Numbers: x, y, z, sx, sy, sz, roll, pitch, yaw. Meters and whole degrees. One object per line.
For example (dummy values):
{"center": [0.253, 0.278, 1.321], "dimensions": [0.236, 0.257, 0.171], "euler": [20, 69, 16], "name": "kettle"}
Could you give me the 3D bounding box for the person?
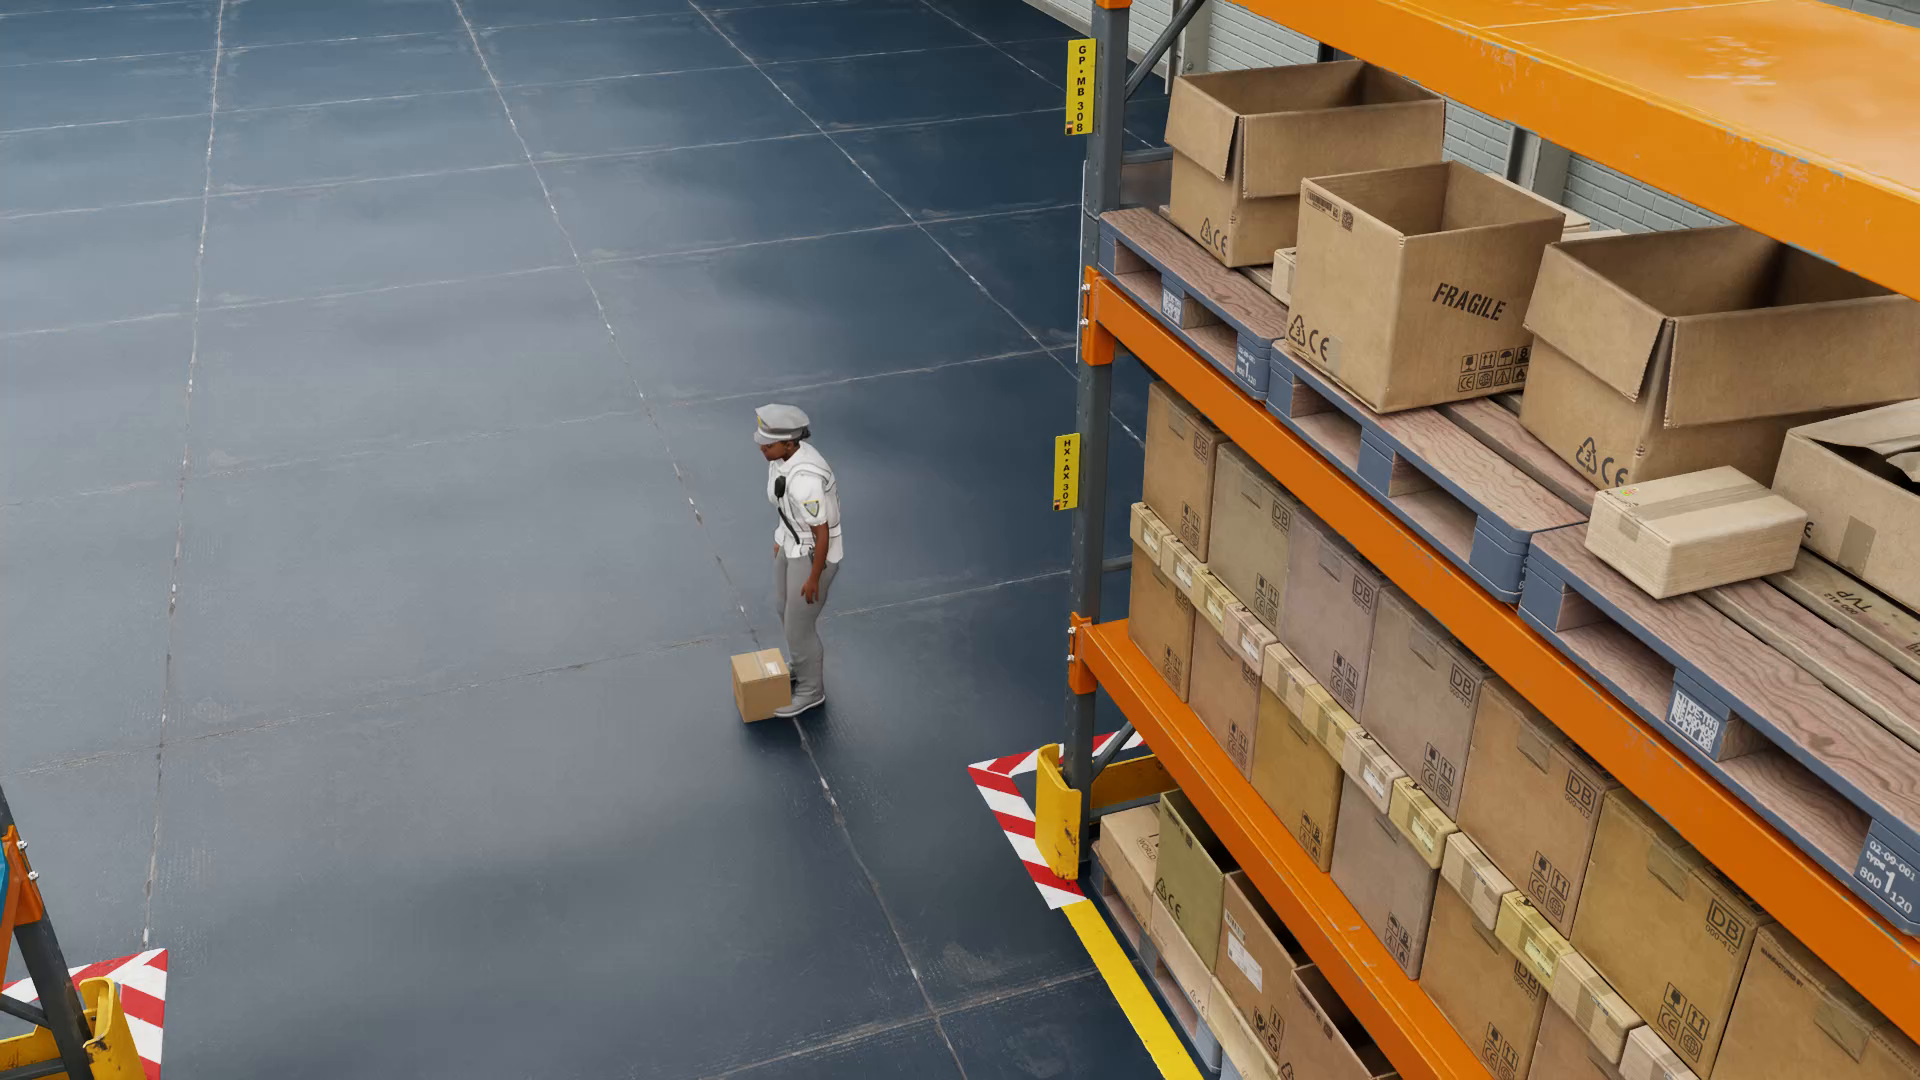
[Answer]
{"center": [-0.806, 0.086, 8.189], "dimensions": [0.428, 1.659, 0.529], "euler": [-13, 32, -21], "name": "person"}
